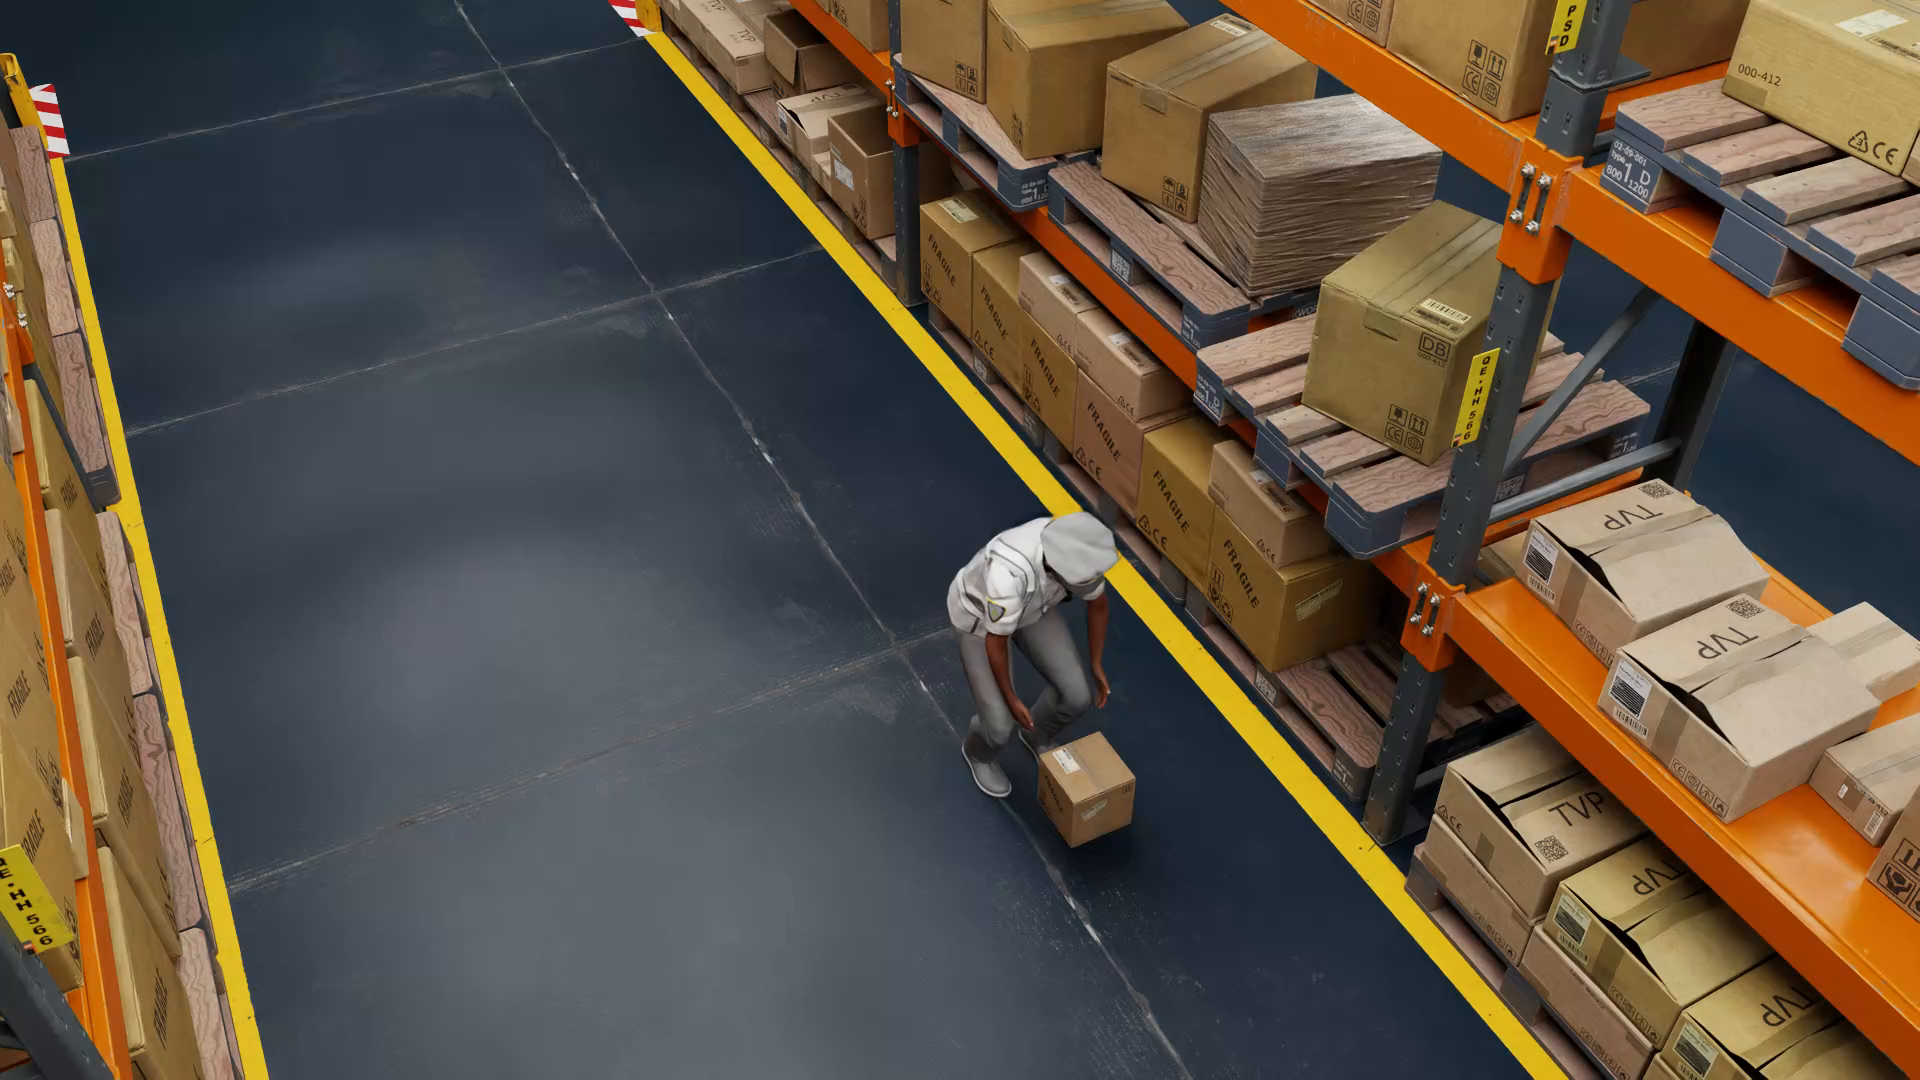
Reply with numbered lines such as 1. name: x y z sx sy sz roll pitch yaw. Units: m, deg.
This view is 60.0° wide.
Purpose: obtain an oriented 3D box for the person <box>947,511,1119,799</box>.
1. person: 0.271 0.365 5.962 0.496 1.388 0.707 -20 45 -21
